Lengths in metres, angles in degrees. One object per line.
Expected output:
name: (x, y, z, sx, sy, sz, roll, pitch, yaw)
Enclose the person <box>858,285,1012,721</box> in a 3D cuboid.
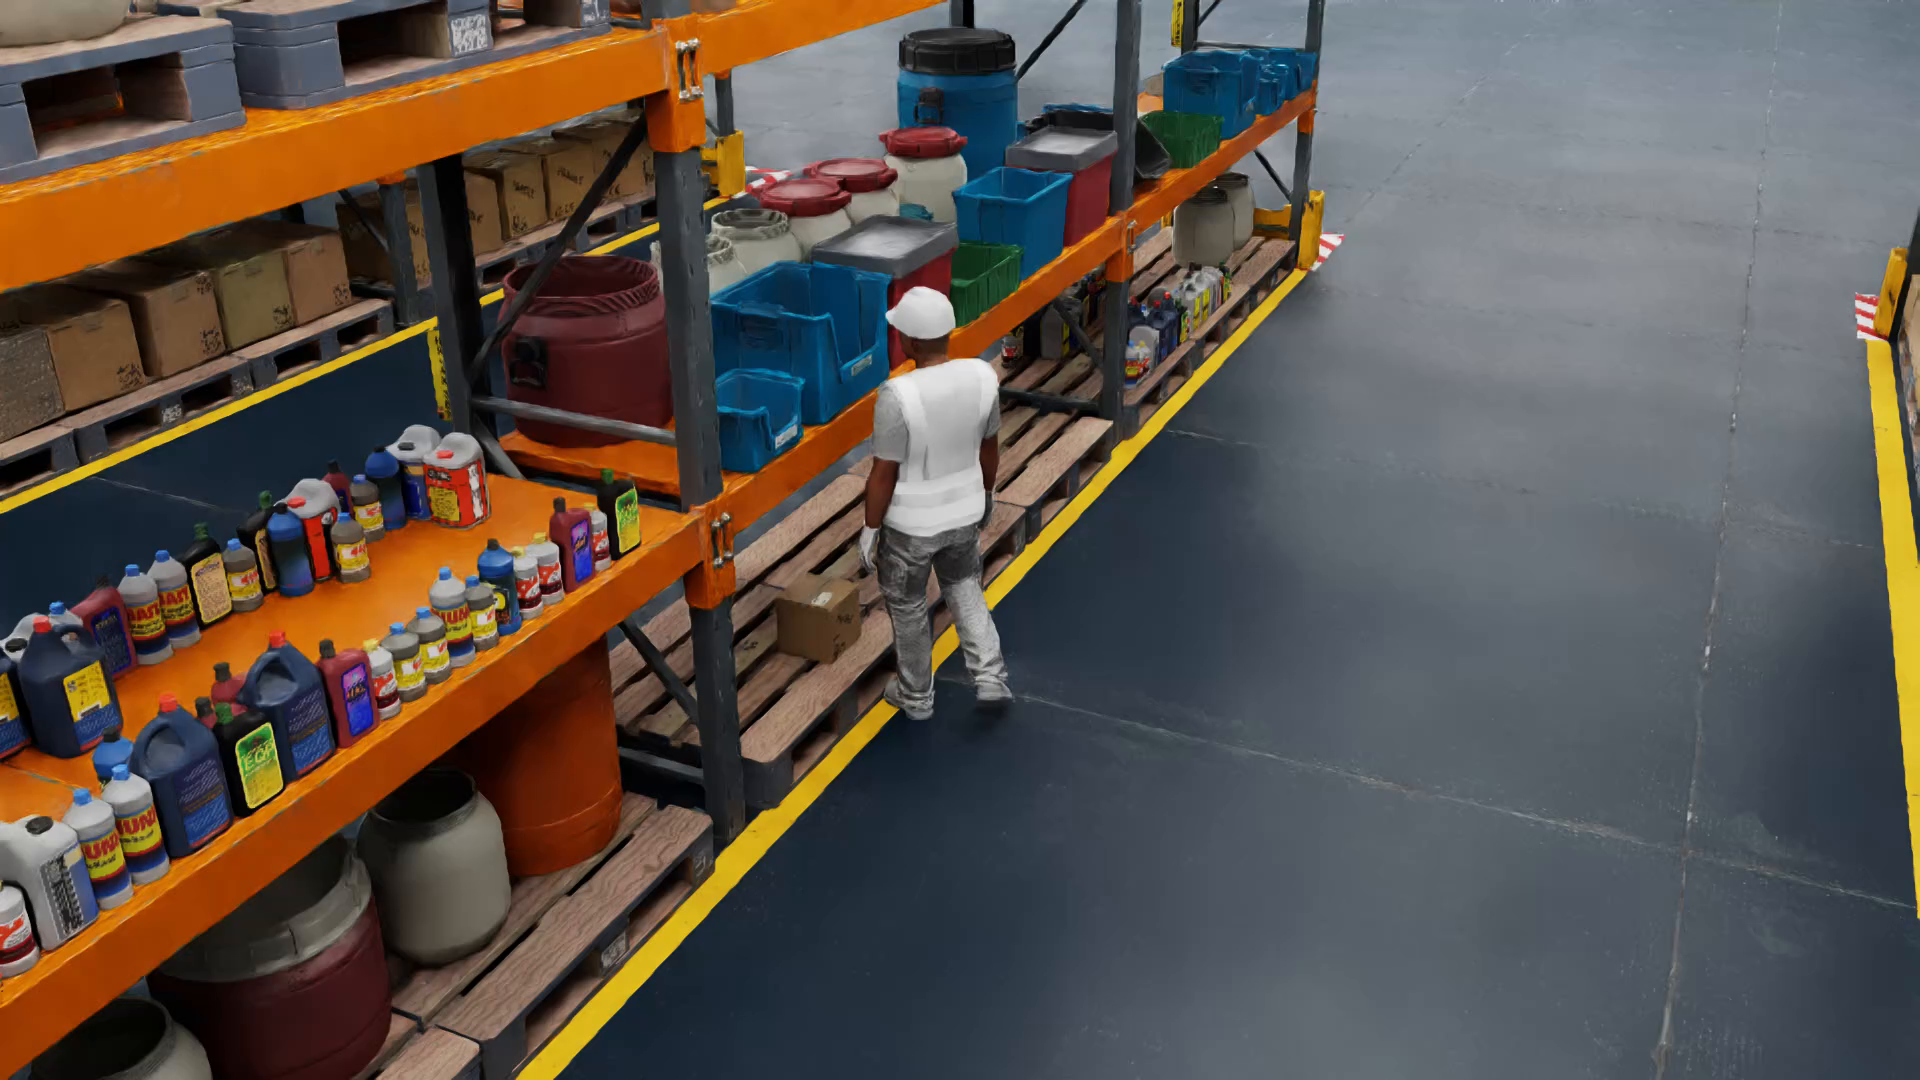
person: (-0.115, -0.095, 6.296, 0.633, 1.793, 0.556, -18, 31, -33)
